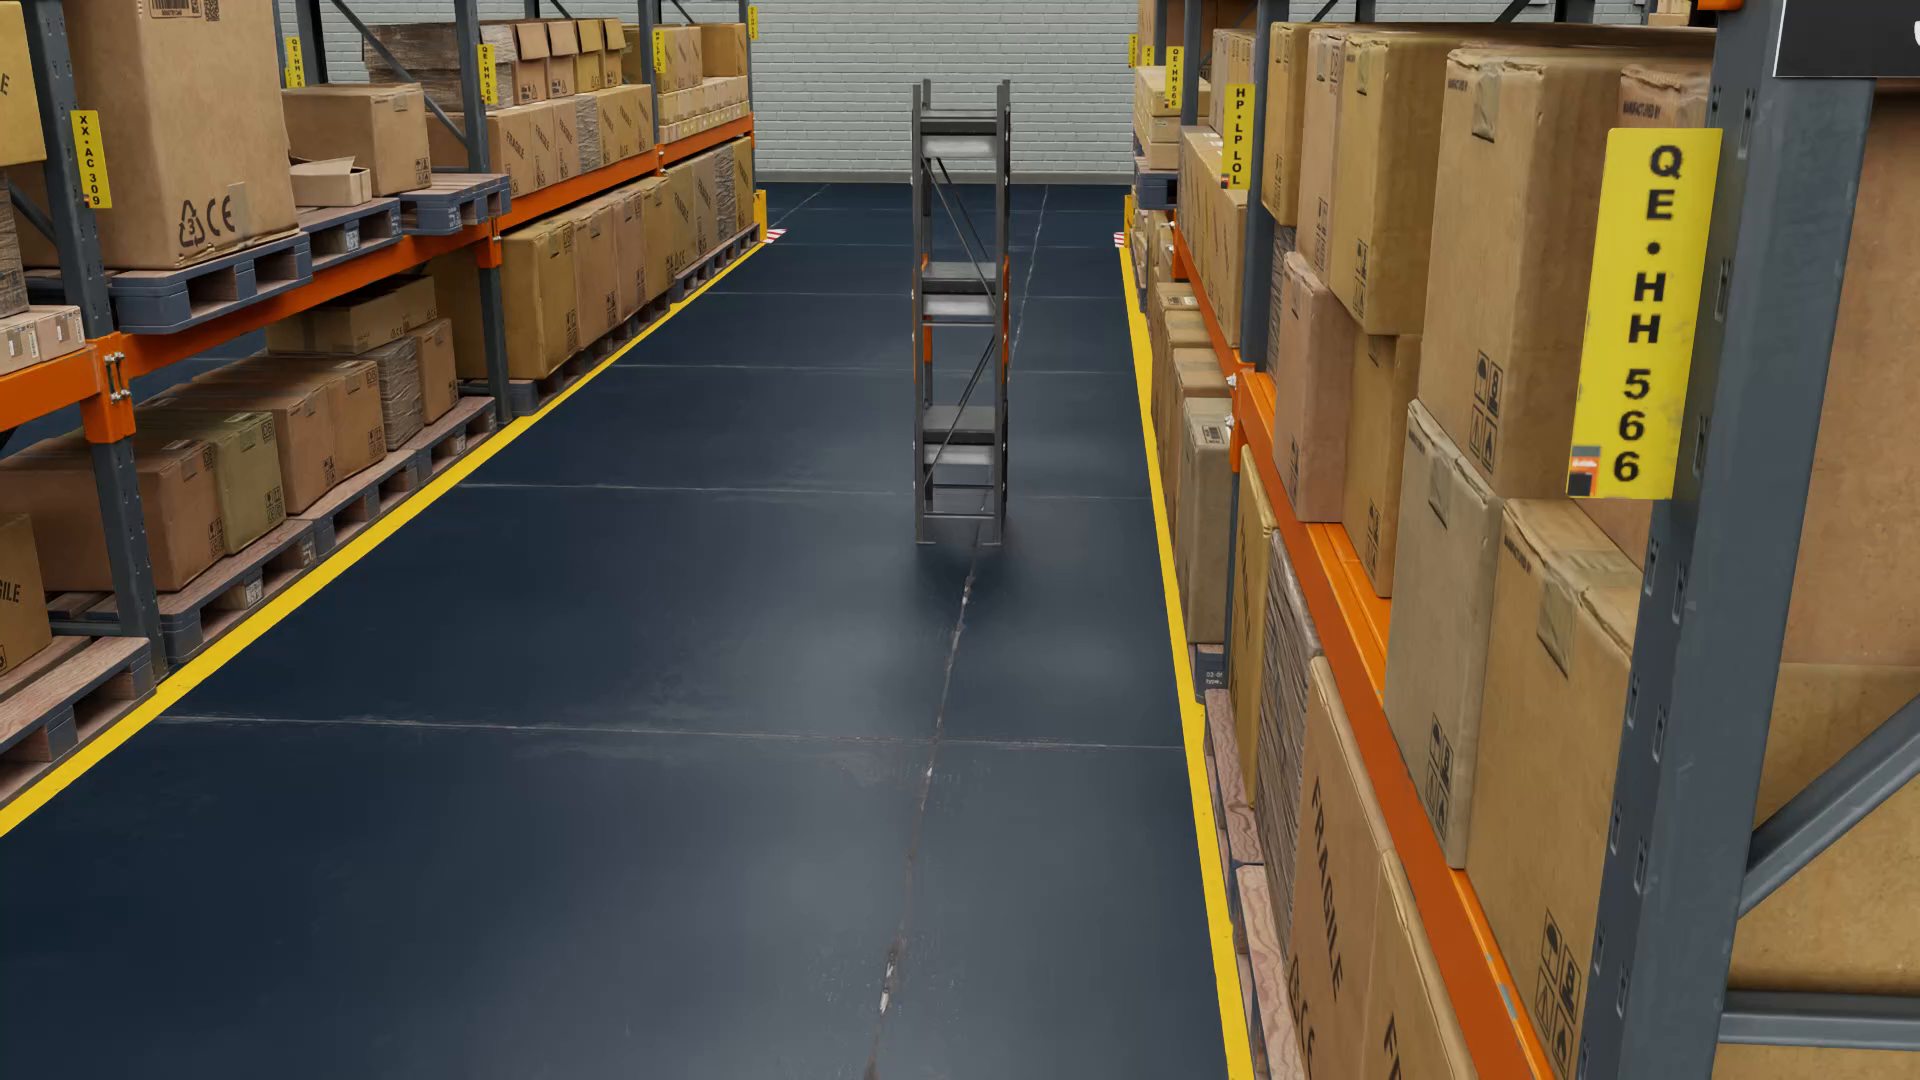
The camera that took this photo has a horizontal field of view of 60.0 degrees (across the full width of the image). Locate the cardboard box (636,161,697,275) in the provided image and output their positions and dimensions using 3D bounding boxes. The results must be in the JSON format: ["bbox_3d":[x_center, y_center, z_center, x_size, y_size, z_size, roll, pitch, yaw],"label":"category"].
[{"bbox_3d":[-2.813,-2.776,14.315,0.875,0.875,0.875,1,18,4],"label":"cardboard box"}]

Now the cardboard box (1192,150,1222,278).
[{"bbox_3d":[1.303,-1.443,7.349,0.500,0.500,0.500,1,18,3],"label":"cardboard box"}]

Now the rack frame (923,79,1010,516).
[{"bbox_3d":[0.029,-1.125,7.984,0.400,2.100,0.015,1,18,4],"label":"rack frame"}]

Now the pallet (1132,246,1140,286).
[{"bbox_3d":[2.097,-2.505,15.228,1.003,0.211,1.213,1,18,4],"label":"pallet"}]

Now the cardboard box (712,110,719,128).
[{"bbox_3d":[-2.460,-3.913,15.451,0.380,0.149,0.250,2,18,5],"label":"cardboard box"}]

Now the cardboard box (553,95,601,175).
[{"bbox_3d":[-2.815,-2.807,11.513,0.500,0.500,0.500,1,18,4],"label":"cardboard box"}]

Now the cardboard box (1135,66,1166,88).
[{"bbox_3d":[1.513,-3.491,12.534,0.380,0.149,0.250,2,18,7],"label":"cardboard box"}]

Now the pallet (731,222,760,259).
[{"bbox_3d":[-2.633,-3.050,16.891,1.003,0.211,1.213,1,18,4],"label":"pallet"}]

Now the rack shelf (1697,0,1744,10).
[{"bbox_3d":[1.283,-1.218,3.162,1.077,0.370,4.000,1,18,4],"label":"rack shelf"}]

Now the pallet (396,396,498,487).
[{"bbox_3d":[-3.284,-0.572,9.331,1.003,0.211,1.213,1,18,4],"label":"pallet"}]

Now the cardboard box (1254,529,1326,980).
[{"bbox_3d":[1.251,0.528,4.232,0.875,0.875,0.875,1,18,4],"label":"cardboard box"}]

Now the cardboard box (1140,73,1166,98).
[{"bbox_3d":[1.421,-3.090,11.309,0.380,0.149,0.250,2,18,6],"label":"cardboard box"}]

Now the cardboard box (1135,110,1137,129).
[{"bbox_3d":[1.499,-3.122,12.364,0.380,0.149,0.250,2,18,5],"label":"cardboard box"}]

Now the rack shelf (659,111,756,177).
[{"bbox_3d":[-2.797,-3.662,15.437,1.077,0.370,4.000,1,18,4],"label":"rack shelf"}]

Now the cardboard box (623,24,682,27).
[{"bbox_3d":[-2.993,-4.753,16.170,0.500,0.500,0.500,1,18,3],"label":"cardboard box"}]

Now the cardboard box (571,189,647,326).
[{"bbox_3d":[-3.029,-2.096,12.239,1.225,0.875,0.875,1,18,2],"label":"cardboard box"}]

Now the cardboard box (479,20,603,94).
[{"bbox_3d":[-3.038,-3.495,12.001,0.797,0.503,0.637,1,18,5],"label":"cardboard box"}]

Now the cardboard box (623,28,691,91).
[{"bbox_3d":[-2.608,-4.105,14.192,0.500,0.500,0.500,1,18,4],"label":"cardboard box"}]

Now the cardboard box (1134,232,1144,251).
[{"bbox_3d":[1.826,-2.778,15.487,0.380,0.149,0.250,0,18,1],"label":"cardboard box"}]

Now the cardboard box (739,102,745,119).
[{"bbox_3d":[-2.367,-4.307,16.653,0.380,0.149,0.250,1,18,4],"label":"cardboard box"}]

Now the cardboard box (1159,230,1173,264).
[{"bbox_3d":[1.578,-1.899,11.037,0.500,0.250,0.500,2,18,5],"label":"cardboard box"}]

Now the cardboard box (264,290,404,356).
[{"bbox_3d":[-3.273,-1.144,8.701,0.500,0.250,0.500,3,18,10],"label":"cardboard box"}]

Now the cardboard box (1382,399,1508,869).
[{"bbox_3d":[1.139,0.128,2.475,0.875,0.550,0.550,1,18,4],"label":"cardboard box"}]

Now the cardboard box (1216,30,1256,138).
[{"bbox_3d":[1.636,-2.225,8.128,0.700,0.500,0.500,1,18,3],"label":"cardboard box"}]

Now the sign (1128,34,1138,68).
[{"bbox_3d":[1.745,-4.906,16.689,0.100,0.325,0.005,1,18,4],"label":"sign"}]

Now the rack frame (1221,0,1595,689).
[{"bbox_3d":[1.426,-0.756,5.413,1.000,3.000,0.127,1,18,4],"label":"rack frame"}]

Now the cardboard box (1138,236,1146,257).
[{"bbox_3d":[1.714,-2.500,14.160,0.380,0.149,0.250,1,18,2],"label":"cardboard box"}]

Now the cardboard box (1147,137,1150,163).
[{"bbox_3d":[1.310,-2.319,9.912,0.380,0.149,0.250,1,18,4],"label":"cardboard box"}]

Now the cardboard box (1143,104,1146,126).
[{"bbox_3d":[1.367,-2.703,10.606,0.380,0.149,0.250,1,18,4],"label":"cardboard box"}]

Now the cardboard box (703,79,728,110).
[{"bbox_3d":[-2.497,-4.223,15.757,0.500,0.250,0.500,1,18,2],"label":"cardboard box"}]

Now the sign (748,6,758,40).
[{"bbox_3d":[-2.113,-5.271,16.953,0.100,0.325,0.005,1,18,4],"label":"sign"}]

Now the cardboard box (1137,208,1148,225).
[{"bbox_3d":[1.786,-2.891,14.877,0.380,0.149,0.250,1,18,2],"label":"cardboard box"}]

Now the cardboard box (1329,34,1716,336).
[{"bbox_3d":[1.236,-0.724,3.339,0.875,0.550,0.500,1,18,4],"label":"cardboard box"}]

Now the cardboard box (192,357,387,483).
[{"bbox_3d":[-3.316,-0.604,8.257,0.700,0.500,0.500,3,18,9],"label":"cardboard box"}]

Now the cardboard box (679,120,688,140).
[{"bbox_3d":[-2.550,-3.511,14.225,0.380,0.149,0.250,2,18,6],"label":"cardboard box"}]

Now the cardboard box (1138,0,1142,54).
[{"bbox_3d":[1.900,-4.695,15.191,0.500,0.500,0.500,1,18,3],"label":"cardboard box"}]

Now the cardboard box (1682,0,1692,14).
[{"bbox_3d":[6.848,-4.887,15.213,0.380,0.149,0.250,1,18,2],"label":"cardboard box"}]

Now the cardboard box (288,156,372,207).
[{"bbox_3d":[-3.077,-1.752,7.994,0.396,0.266,0.258,1,18,2],"label":"cardboard box"}]

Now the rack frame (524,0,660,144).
[{"bbox_3d":[-2.940,-3.383,13.429,1.000,3.000,0.127,1,18,4],"label":"rack frame"}]

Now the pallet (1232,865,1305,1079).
[{"bbox_3d":[1.209,1.184,3.972,1.003,0.211,1.213,1,18,4],"label":"pallet"}]

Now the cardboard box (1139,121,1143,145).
[{"bbox_3d":[1.403,-2.725,11.150,0.380,0.149,0.250,0,18,1],"label":"cardboard box"}]

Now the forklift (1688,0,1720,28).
[{"bbox_3d":[4.586,-1.805,8.724,3.031,2.935,1.130,-1,18,-3],"label":"forklift"}]

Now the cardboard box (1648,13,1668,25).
[{"bbox_3d":[6.913,-4.784,15.938,0.500,0.500,0.500,1,18,3],"label":"cardboard box"}]

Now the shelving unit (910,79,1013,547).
[{"bbox_3d":[0.012,-1.049,7.753,0.431,2.100,0.503,1,18,4],"label":"shelving unit"}]

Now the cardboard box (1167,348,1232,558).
[{"bbox_3d":[1.454,-0.381,7.206,1.050,0.750,0.750,1,18,4],"label":"cardboard box"}]

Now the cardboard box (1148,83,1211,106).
[{"bbox_3d":[1.330,-2.683,10.067,0.380,0.149,0.250,2,18,6],"label":"cardboard box"}]

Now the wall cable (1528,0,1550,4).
[{"bbox_3d":[7.612,-6.653,21.728,0.585,1.953,0.123,1,18,4],"label":"wall cable"}]

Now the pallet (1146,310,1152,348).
[{"bbox_3d":[1.945,-1.674,12.691,1.003,0.211,1.213,1,18,4],"label":"pallet"}]

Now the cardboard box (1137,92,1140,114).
[{"bbox_3d":[1.460,-3.108,11.844,0.380,0.149,0.250,1,18,2],"label":"cardboard box"}]

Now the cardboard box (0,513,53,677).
[{"bbox_3d":[-3.582,0.214,5.794,0.500,0.500,0.500,1,18,2],"label":"cardboard box"}]
